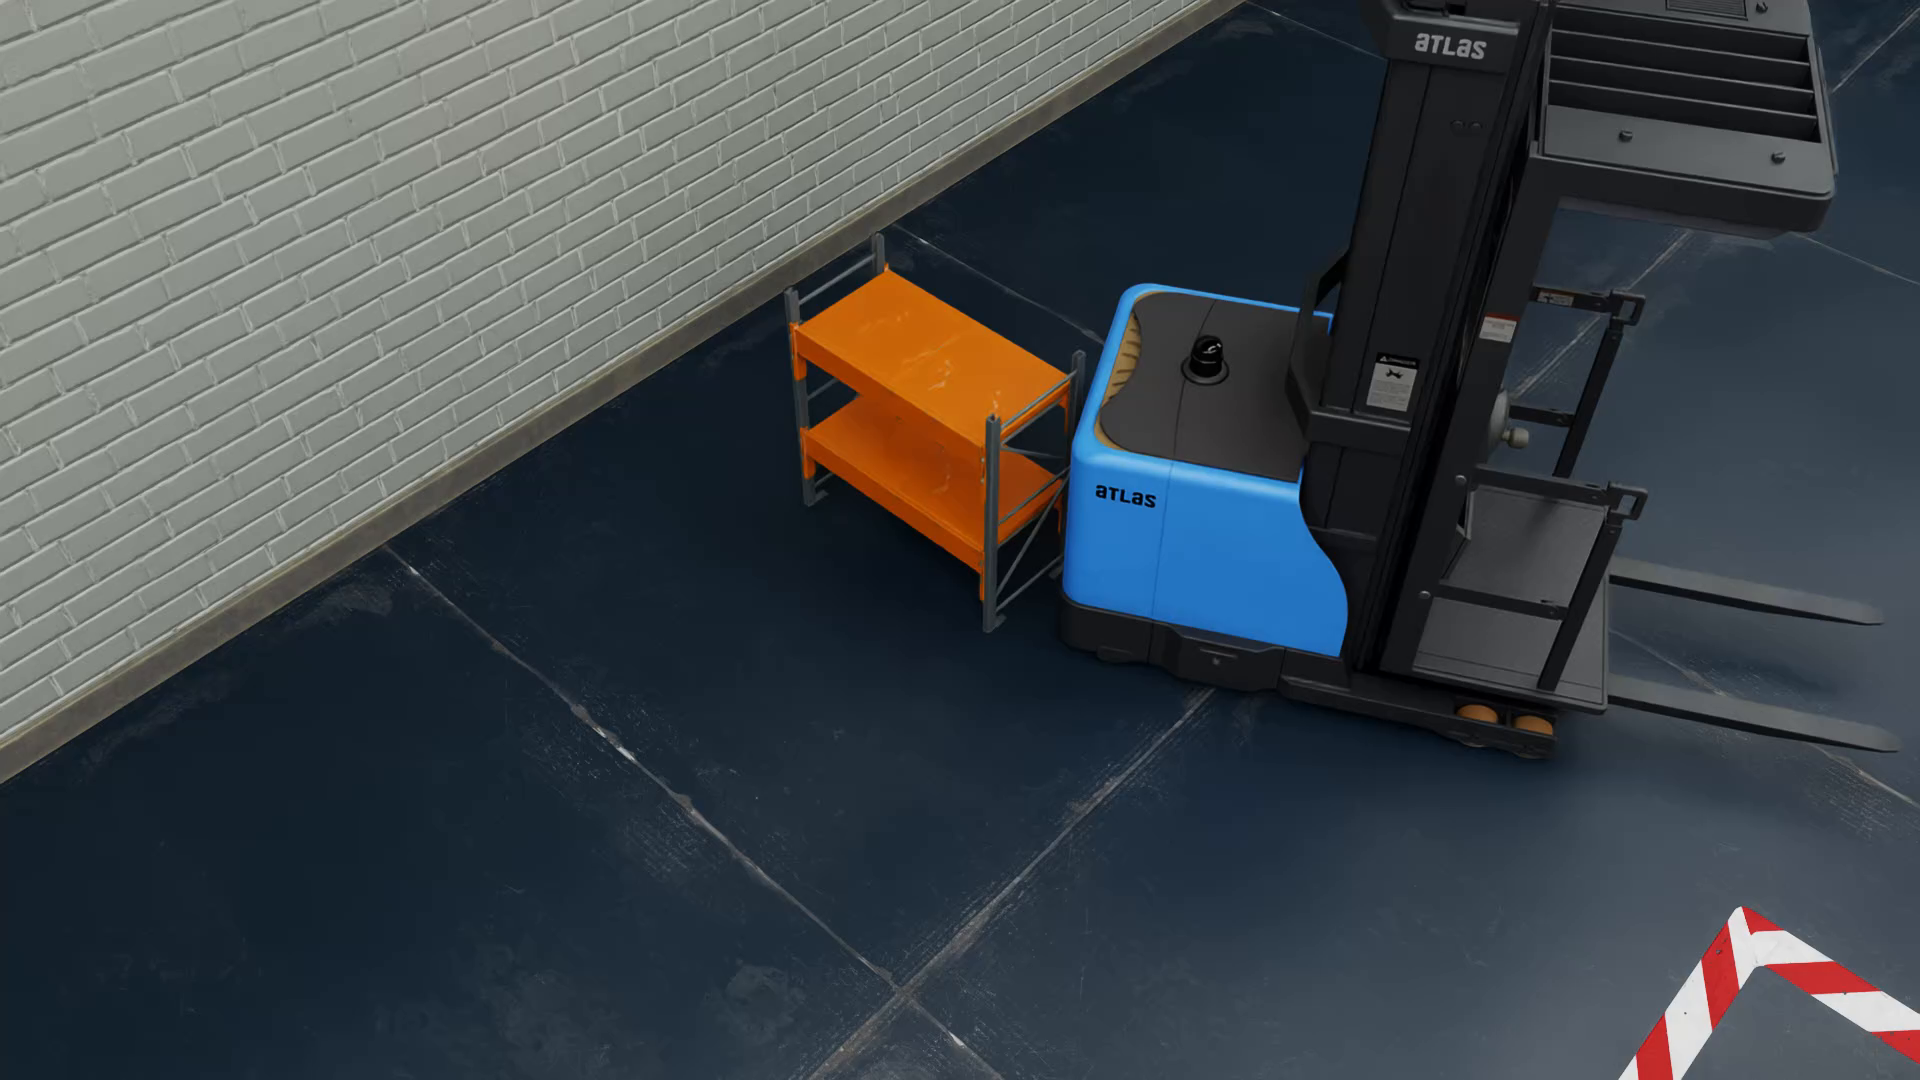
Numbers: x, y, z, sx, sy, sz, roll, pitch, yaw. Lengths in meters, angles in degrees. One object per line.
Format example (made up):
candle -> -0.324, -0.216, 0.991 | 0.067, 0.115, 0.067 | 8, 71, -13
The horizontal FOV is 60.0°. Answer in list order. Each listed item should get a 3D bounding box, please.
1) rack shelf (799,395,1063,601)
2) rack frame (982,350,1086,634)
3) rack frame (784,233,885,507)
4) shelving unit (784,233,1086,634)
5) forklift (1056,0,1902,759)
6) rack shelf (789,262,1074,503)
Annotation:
rack shelf -> -0.103, -0.243, 6.650 | 1.000, 0.278, 0.538 | 34, 56, 28
rack frame -> 0.269, -0.157, 6.235 | 0.032, 1.125, 0.500 | 34, 56, 28
rack frame -> -0.474, -0.663, 6.709 | 0.032, 1.125, 0.500 | 34, 56, 28
shelving unit -> -0.103, -0.410, 6.472 | 1.048, 1.125, 0.538 | 34, 56, 28
forklift -> 1.947, -0.636, 5.445 | 3.031, 2.935, 1.130 | 11, 48, 10
rack shelf -> -0.103, -0.610, 6.259 | 1.000, 0.278, 0.538 | 34, 56, 28
